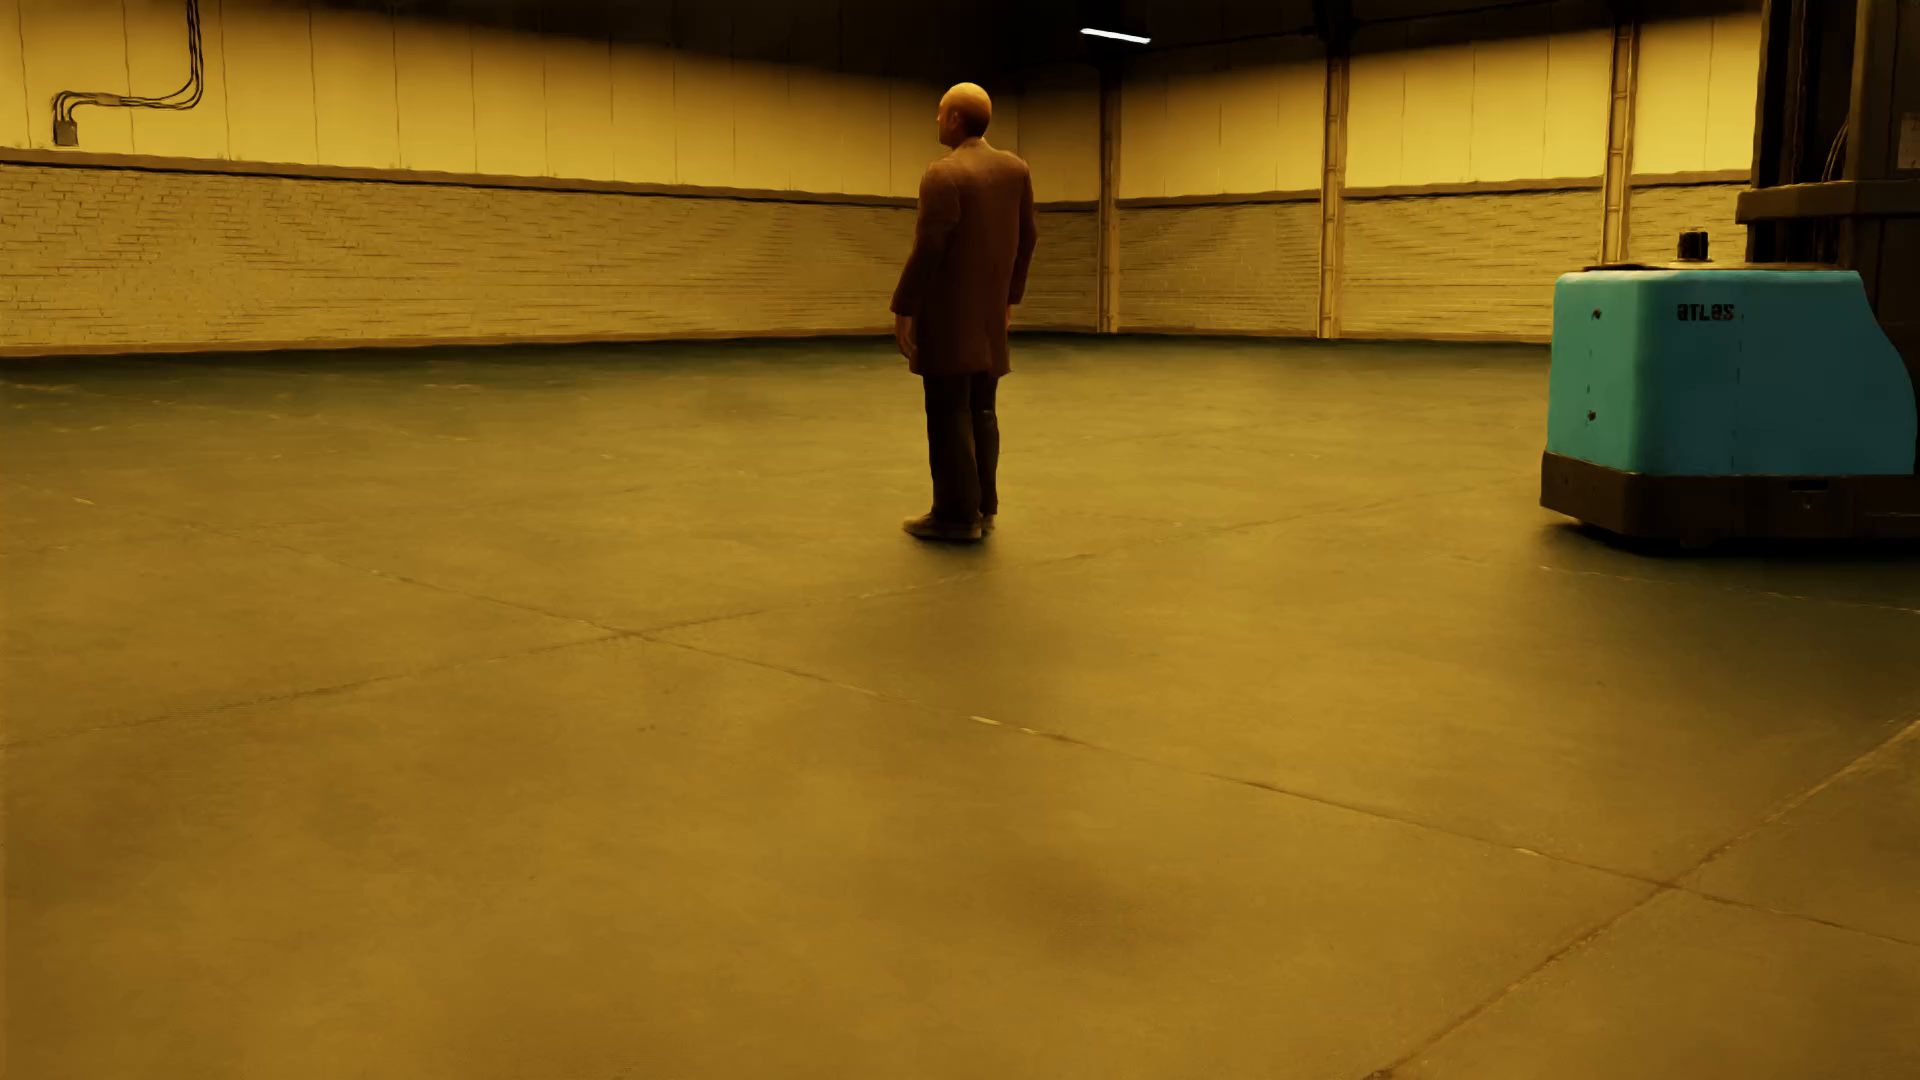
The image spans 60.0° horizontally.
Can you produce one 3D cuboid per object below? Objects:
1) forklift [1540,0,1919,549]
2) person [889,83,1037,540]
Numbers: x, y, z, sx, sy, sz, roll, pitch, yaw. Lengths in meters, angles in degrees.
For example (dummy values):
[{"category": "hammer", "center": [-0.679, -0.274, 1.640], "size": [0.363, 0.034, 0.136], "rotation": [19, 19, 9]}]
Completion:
[{"category": "forklift", "center": [4.042, -1.466, 6.612], "size": [3.031, 2.935, 1.130], "rotation": [0, 9, -1]}, {"category": "person", "center": [-0.062, -0.896, 6.650], "size": [0.580, 1.776, 0.694], "rotation": [8, 12, 43]}]
